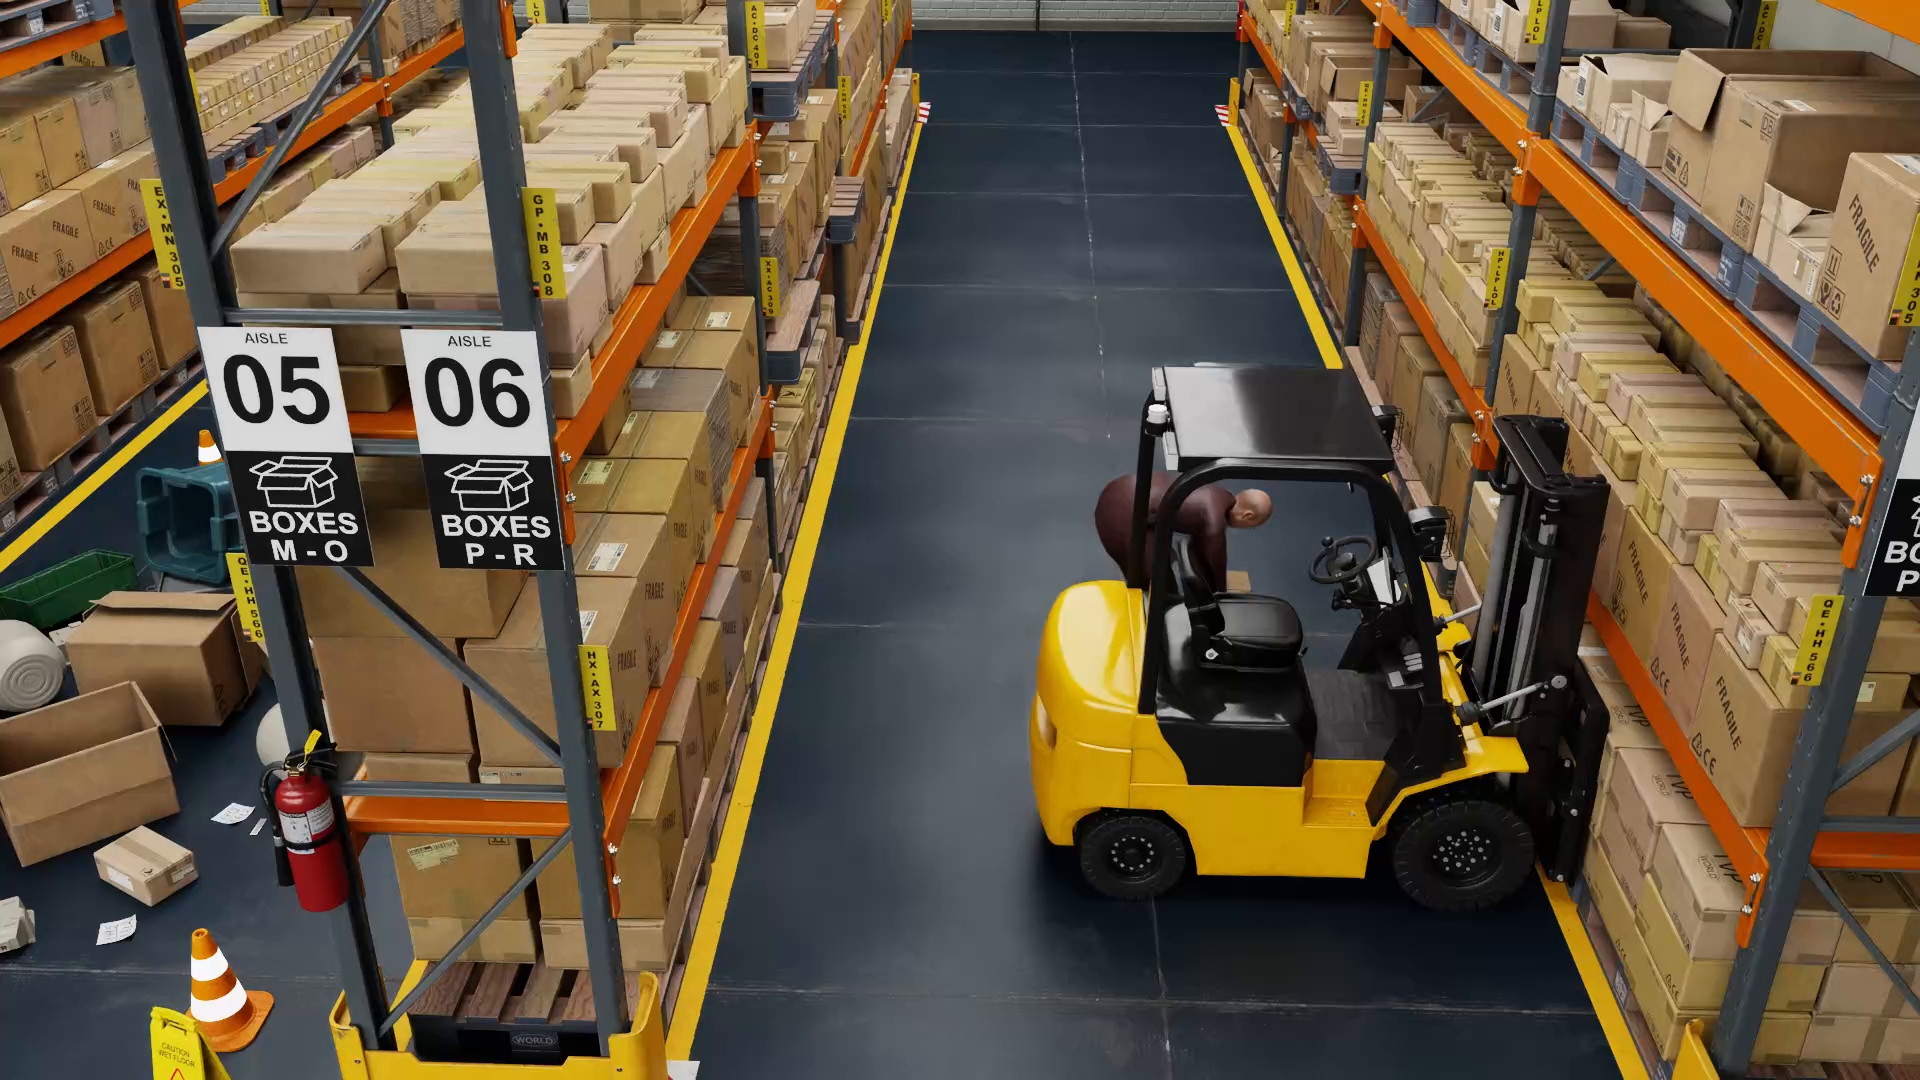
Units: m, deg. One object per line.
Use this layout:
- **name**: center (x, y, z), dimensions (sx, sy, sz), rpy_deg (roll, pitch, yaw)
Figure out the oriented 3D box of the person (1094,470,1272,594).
- **person**: center (1.200, 0.145, 9.088), dimensions (0.951, 1.101, 0.576), rpy_deg (0, 28, 0)
